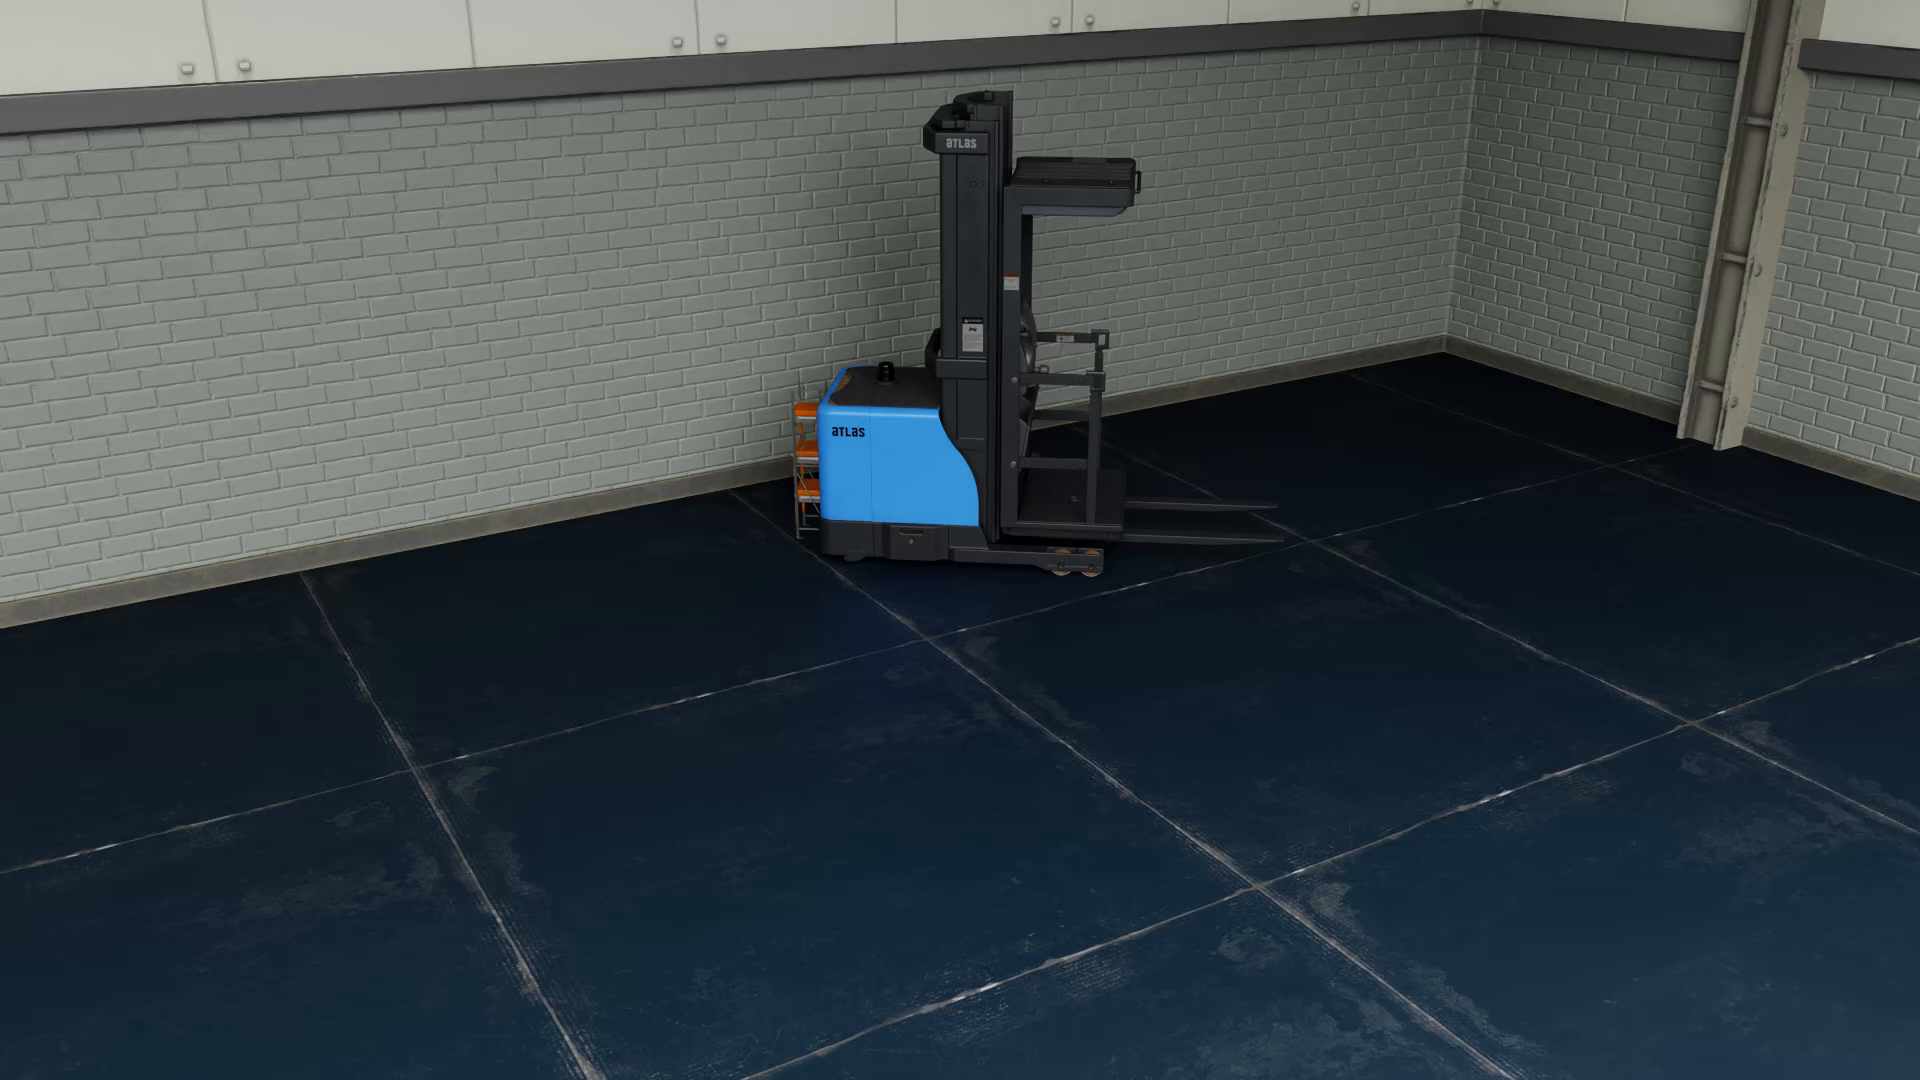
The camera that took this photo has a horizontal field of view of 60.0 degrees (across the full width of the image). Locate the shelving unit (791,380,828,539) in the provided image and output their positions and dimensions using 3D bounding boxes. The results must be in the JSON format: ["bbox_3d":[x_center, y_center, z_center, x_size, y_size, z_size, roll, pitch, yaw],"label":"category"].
[{"bbox_3d":[-1.001,-0.540,11.246,0.215,1.050,0.252,2,22,5],"label":"shelving unit"}]

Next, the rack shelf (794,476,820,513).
[{"bbox_3d":[-1.001,-0.273,11.355,0.215,0.259,0.240,2,22,5],"label":"rack shelf"}]

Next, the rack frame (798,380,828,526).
[{"bbox_3d":[-0.990,-0.586,11.359,0.200,1.050,0.008,2,22,5],"label":"rack frame"}]

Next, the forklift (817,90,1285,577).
[{"bbox_3d":[0.624,-1.333,10.697,3.031,2.935,1.130,2,22,6],"label":"forklift"}]

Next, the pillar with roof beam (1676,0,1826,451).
[{"bbox_3d":[2.275,-4.134,9.531,9.100,9.000,0.400,-13,25,-28],"label":"pillar with roof beam"}]

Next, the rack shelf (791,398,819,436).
[{"bbox_3d":[-1.001,-0.793,11.143,0.215,0.259,0.240,2,22,5],"label":"rack shelf"}]

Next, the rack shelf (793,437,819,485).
[{"bbox_3d":[-1.001,-0.530,11.250,0.215,0.259,0.240,2,22,5],"label":"rack shelf"}]

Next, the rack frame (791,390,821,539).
[{"bbox_3d":[-1.013,-0.494,11.134,0.200,1.050,0.008,2,22,5],"label":"rack frame"}]
